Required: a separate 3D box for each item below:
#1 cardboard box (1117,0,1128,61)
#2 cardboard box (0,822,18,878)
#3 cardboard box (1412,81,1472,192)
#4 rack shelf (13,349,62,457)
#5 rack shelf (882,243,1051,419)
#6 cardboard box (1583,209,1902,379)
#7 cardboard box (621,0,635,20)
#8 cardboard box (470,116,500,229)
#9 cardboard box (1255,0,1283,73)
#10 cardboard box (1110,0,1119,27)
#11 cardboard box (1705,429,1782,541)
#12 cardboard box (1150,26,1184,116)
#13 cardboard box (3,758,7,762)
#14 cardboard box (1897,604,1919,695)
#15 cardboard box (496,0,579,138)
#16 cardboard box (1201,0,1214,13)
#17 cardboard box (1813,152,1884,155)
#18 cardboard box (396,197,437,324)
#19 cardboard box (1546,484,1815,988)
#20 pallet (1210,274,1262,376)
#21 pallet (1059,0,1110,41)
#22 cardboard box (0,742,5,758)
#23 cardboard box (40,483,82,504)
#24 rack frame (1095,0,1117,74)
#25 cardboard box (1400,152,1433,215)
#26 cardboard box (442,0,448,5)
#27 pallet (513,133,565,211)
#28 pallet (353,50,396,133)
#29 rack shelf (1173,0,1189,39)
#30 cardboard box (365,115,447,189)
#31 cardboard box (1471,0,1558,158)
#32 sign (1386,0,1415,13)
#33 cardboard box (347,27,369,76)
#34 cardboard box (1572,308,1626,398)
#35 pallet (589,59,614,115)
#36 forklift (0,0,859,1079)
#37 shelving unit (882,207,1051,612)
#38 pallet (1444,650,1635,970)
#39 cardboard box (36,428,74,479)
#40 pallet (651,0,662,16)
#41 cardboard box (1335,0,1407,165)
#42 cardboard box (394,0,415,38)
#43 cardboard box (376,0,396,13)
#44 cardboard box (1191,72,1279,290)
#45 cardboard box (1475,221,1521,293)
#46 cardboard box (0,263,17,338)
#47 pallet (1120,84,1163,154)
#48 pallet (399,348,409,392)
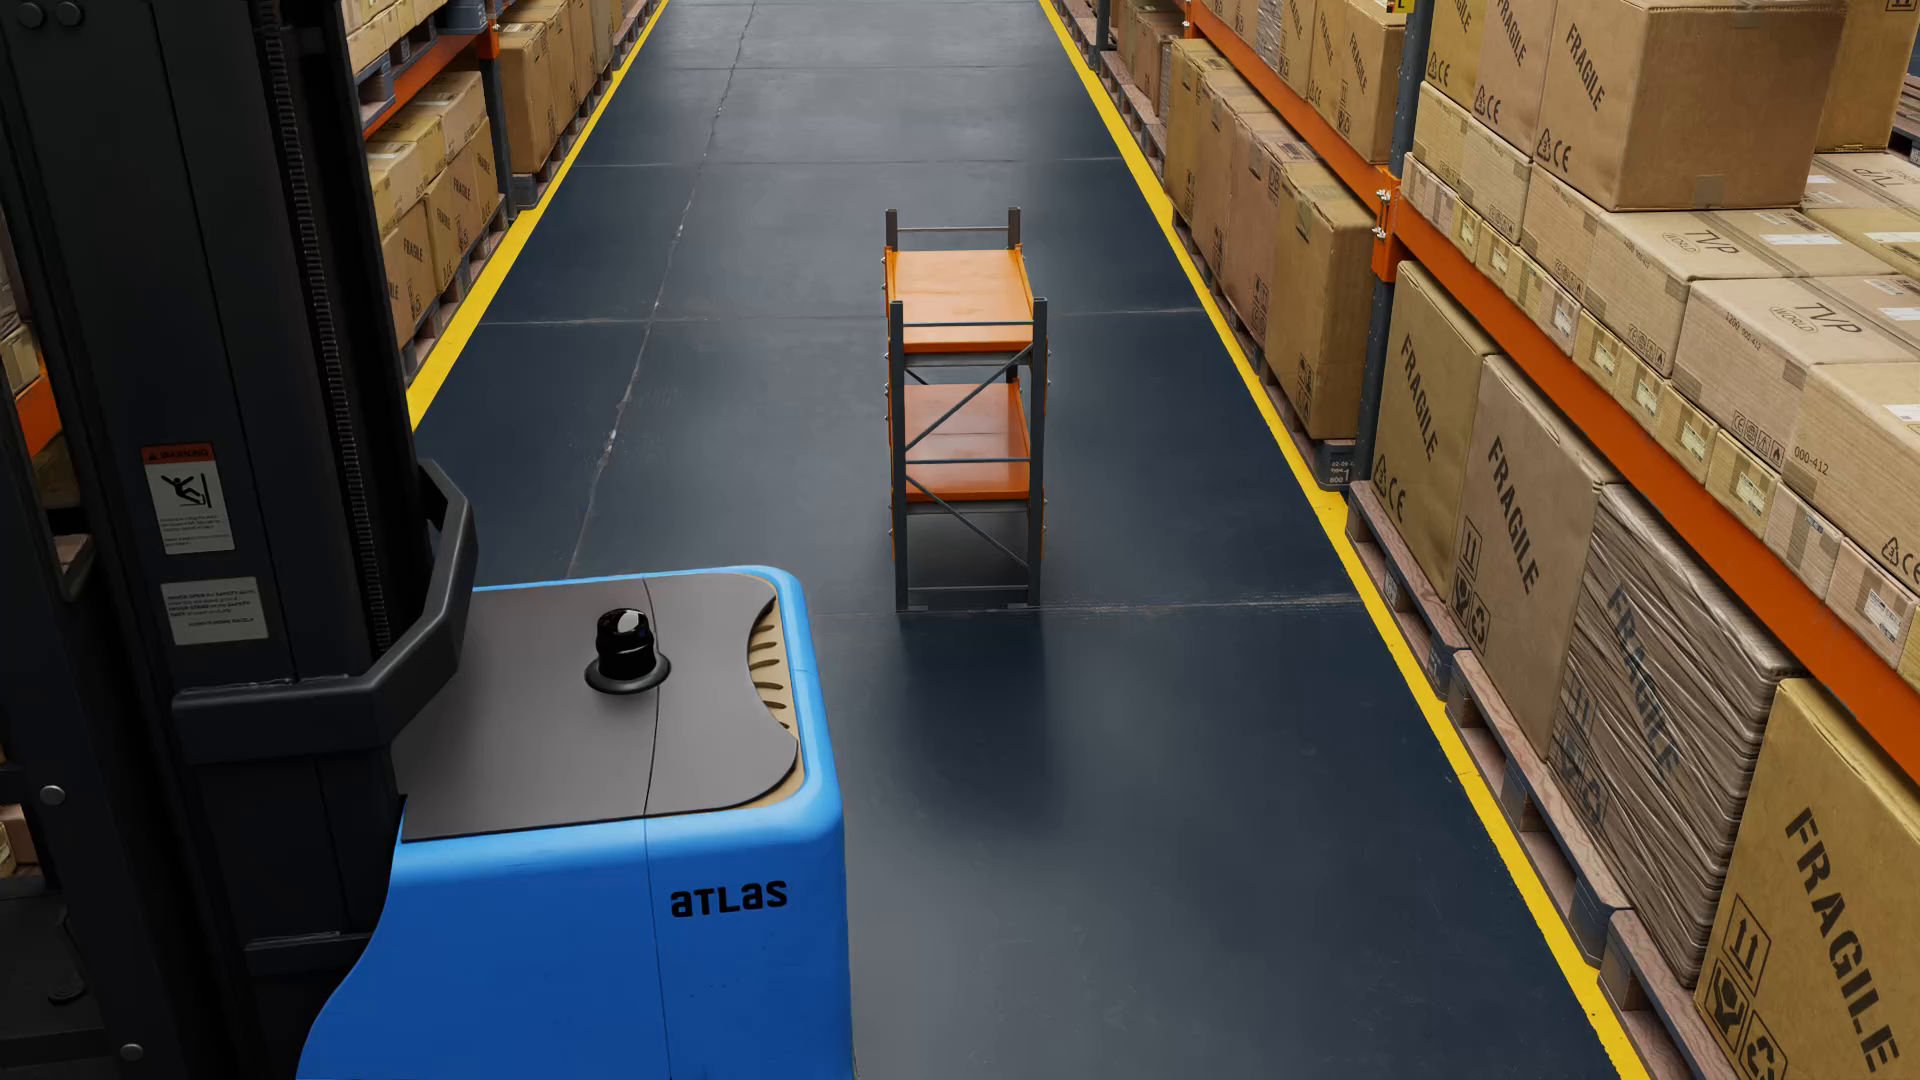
[{"bbox_3d":[1.615,-3.952,12.811,0.700,0.500,0.500,-3,28,-7],"label":"cardboard box"},{"bbox_3d":[-2.563,0.824,4.055,0.380,0.149,0.250,-1,28,-3],"label":"cardboard box"},{"bbox_3d":[1.785,-1.297,5.333,0.500,0.250,0.500,-2,28,-4],"label":"cardboard box"},{"bbox_3d":[-2.832,-0.139,4.051,1.077,0.370,4.000,-1,28,-3],"label":"rack shelf"},{"bbox_3d":[0.000,-0.755,5.849,0.538,0.278,1.000,-1,28,-3],"label":"rack shelf"},{"bbox_3d":[1.856,-0.600,3.997,0.500,0.250,0.500,-1,28,-3],"label":"cardboard box"},{"bbox_3d":[-3.368,-5.029,14.491,0.875,0.875,0.875,-1,28,-2],"label":"cardboard box"},{"bbox_3d":[-2.850,-2.009,9.108,0.500,0.500,0.500,-2,28,-3],"label":"cardboard box"},{"bbox_3d":[1.650,-2.410,7.519,0.500,0.500,0.500,-1,28,-2],"label":"cardboard box"},{"bbox_3d":[1.586,-4.677,14.223,0.500,0.500,0.500,7,28,14],"label":"cardboard box"},{"bbox_3d":[1.828,-0.124,3.516,0.380,0.149,0.250,-2,28,-4],"label":"cardboard box"},{"bbox_3d":[1.680,-3.215,11.398,0.700,0.500,0.500,1,28,2],"label":"cardboard box"},{"bbox_3d":[-2.627,0.559,4.242,0.380,0.149,0.250,0,28,0],"label":"cardboard box"},{"bbox_3d":[1.868,0.227,2.842,0.380,0.149,0.250,-1,28,-2],"label":"cardboard box"},{"bbox_3d":[-3.137,-3.105,10.938,1.050,0.750,0.750,-1,28,-2],"label":"cardboard box"},{"bbox_3d":[1.567,-3.115,8.871,0.500,0.500,0.500,-1,28,-1],"label":"cardboard box"},{"bbox_3d":[2.336,-1.084,4.925,0.500,0.250,0.500,-1,28,-1],"label":"cardboard box"},{"bbox_3d":[-2.781,-1.293,7.735,0.500,0.500,0.500,-1,28,-2],"label":"cardboard box"},{"bbox_3d":[2.070,0.434,4.017,0.875,0.875,0.875,-1,28,-3],"label":"cardboard box"},{"bbox_3d":[1.839,-1.138,8.203,1.003,0.211,1.213,-1,28,-3],"label":"pallet"},{"bbox_3d":[1.467,-4.787,15.200,1.003,0.211,1.213,-1,28,-3],"label":"pallet"},{"bbox_3d":[-2.504,0.422,4.182,0.380,0.149,0.250,-1,28,-2],"label":"cardboard box"},{"bbox_3d":[-2.649,-0.056,5.099,0.380,0.149,0.250,-1,28,-1],"label":"cardboard box"},{"bbox_3d":[1.604,-5.149,12.879,1.000,3.000,0.127,-1,28,-3],"label":"rack frame"},{"bbox_3d":[1.705,-1.199,5.577,0.380,0.149,0.250,-1,28,-3],"label":"cardboard box"},{"bbox_3d":[-2.611,-2.614,7.836,0.380,0.149,0.250,-3,28,-5],"label":"cardboard box"},{"bbox_3d":[-3.112,-2.359,10.544,1.003,0.211,1.213,-1,28,-3],"label":"pallet"},{"bbox_3d":[-2.831,-1.653,6.383,1.003,0.211,1.213,-1,28,-3],"label":"pallet"},{"bbox_3d":[1.708,-3.907,11.275,1.077,0.370,4.000,-1,28,-3],"label":"rack shelf"},{"bbox_3d":[-2.800,-1.862,8.014,0.500,0.250,0.500,-1,28,-1],"label":"cardboard box"},{"bbox_3d":[1.809,-1.398,4.716,0.500,0.500,0.500,-1,28,-3],"label":"cardboard box"},{"bbox_3d":[1.480,-1.915,5.513,0.100,0.325,0.005,-1,28,-3],"label":"sign"},{"bbox_3d":[-2.527,-1.893,6.453,0.380,0.149,0.250,-1,28,-2],"label":"cardboard box"},{"bbox_3d":[1.788,-0.479,4.196,0.380,0.149,0.250,-2,28,-4],"label":"cardboard box"},{"bbox_3d":[-3.239,-3.485,12.704,1.003,0.211,1.213,-1,28,-3],"label":"pallet"},{"bbox_3d":[-1.769,0.034,3.016,3.031,2.935,1.130,-5,28,-9],"label":"forklift"},{"bbox_3d":[0.000,-0.496,5.984,0.538,1.125,1.048,-1,28,-3],"label":"shelving unit"},{"bbox_3d":[2.050,0.699,4.681,1.003,0.211,1.213,-1,28,-3],"label":"pallet"},{"bbox_3d":[-3.170,-0.275,5.519,0.380,0.149,0.250,0,28,0],"label":"cardboard box"},{"bbox_3d":[-3.443,-5.320,16.221,1.003,0.211,1.213,-1,28,-3],"label":"pallet"},{"bbox_3d":[1.725,-1.709,6.174,0.500,0.500,0.500,-1,28,-2],"label":"cardboard box"},{"bbox_3d":[-2.572,-2.252,7.143,0.380,0.149,0.250,-2,28,-4],"label":"cardboard box"},{"bbox_3d":[-2.558,-2.265,6.845,0.380,0.149,0.250,0,28,-1],"label":"cardboard box"},{"bbox_3d":[1.867,-1.815,8.330,1.225,0.875,0.875,-1,28,-2],"label":"cardboard box"},{"bbox_3d":[1.749,-0.834,4.878,0.380,0.149,0.250,-2,28,-4],"label":"cardboard box"},{"bbox_3d":[-2.574,-0.633,3.790,0.500,0.500,0.500,-2,28,-4],"label":"cardboard box"},{"bbox_3d":[1.713,-2.989,11.752,1.003,0.211,1.213,-1,28,-3],"label":"pallet"},{"bbox_3d":[-2.979,-0.505,6.990,1.003,0.211,1.213,-1,28,-3],"label":"pallet"}]
